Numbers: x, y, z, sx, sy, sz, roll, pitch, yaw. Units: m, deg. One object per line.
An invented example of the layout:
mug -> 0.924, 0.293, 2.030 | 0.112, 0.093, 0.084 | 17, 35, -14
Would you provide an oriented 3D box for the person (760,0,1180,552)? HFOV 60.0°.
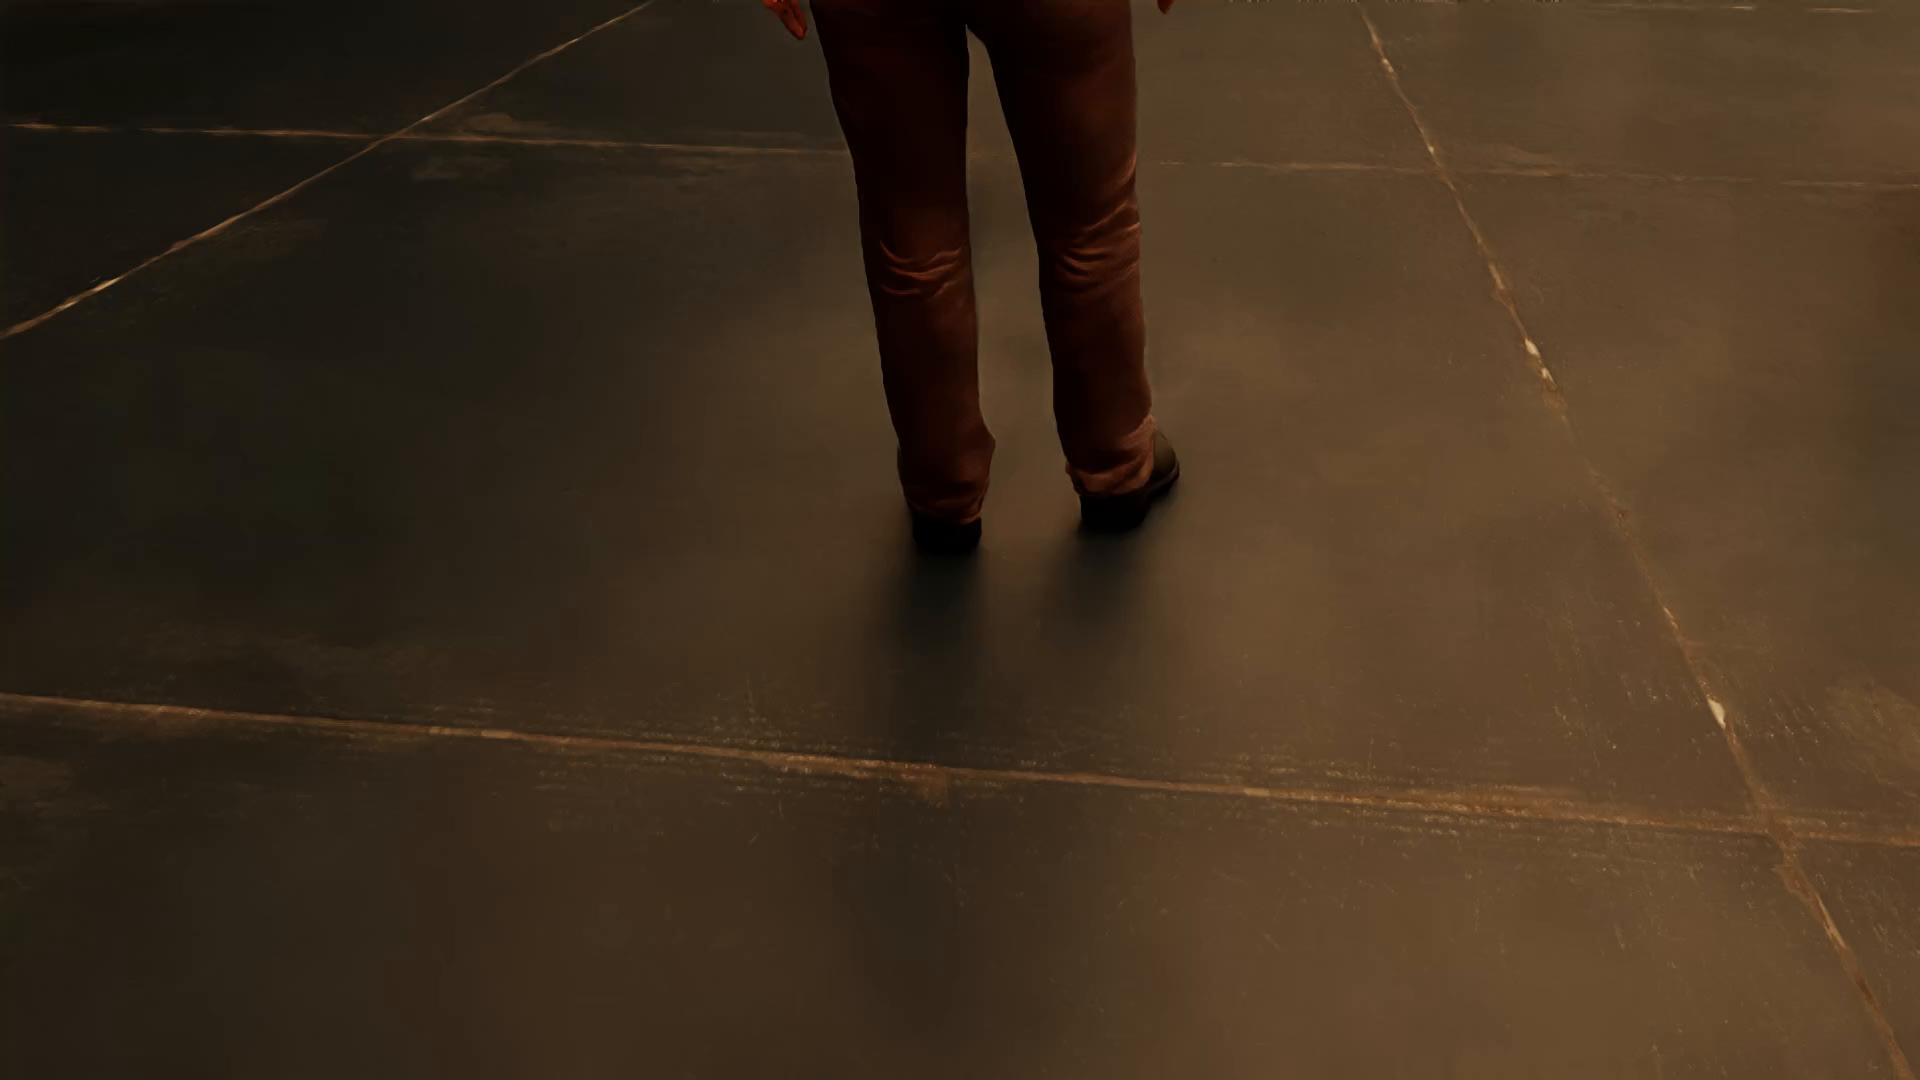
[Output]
person -> 0.016, -0.804, 2.167 | 0.632, 1.720, 0.567 | 3, 27, 7
